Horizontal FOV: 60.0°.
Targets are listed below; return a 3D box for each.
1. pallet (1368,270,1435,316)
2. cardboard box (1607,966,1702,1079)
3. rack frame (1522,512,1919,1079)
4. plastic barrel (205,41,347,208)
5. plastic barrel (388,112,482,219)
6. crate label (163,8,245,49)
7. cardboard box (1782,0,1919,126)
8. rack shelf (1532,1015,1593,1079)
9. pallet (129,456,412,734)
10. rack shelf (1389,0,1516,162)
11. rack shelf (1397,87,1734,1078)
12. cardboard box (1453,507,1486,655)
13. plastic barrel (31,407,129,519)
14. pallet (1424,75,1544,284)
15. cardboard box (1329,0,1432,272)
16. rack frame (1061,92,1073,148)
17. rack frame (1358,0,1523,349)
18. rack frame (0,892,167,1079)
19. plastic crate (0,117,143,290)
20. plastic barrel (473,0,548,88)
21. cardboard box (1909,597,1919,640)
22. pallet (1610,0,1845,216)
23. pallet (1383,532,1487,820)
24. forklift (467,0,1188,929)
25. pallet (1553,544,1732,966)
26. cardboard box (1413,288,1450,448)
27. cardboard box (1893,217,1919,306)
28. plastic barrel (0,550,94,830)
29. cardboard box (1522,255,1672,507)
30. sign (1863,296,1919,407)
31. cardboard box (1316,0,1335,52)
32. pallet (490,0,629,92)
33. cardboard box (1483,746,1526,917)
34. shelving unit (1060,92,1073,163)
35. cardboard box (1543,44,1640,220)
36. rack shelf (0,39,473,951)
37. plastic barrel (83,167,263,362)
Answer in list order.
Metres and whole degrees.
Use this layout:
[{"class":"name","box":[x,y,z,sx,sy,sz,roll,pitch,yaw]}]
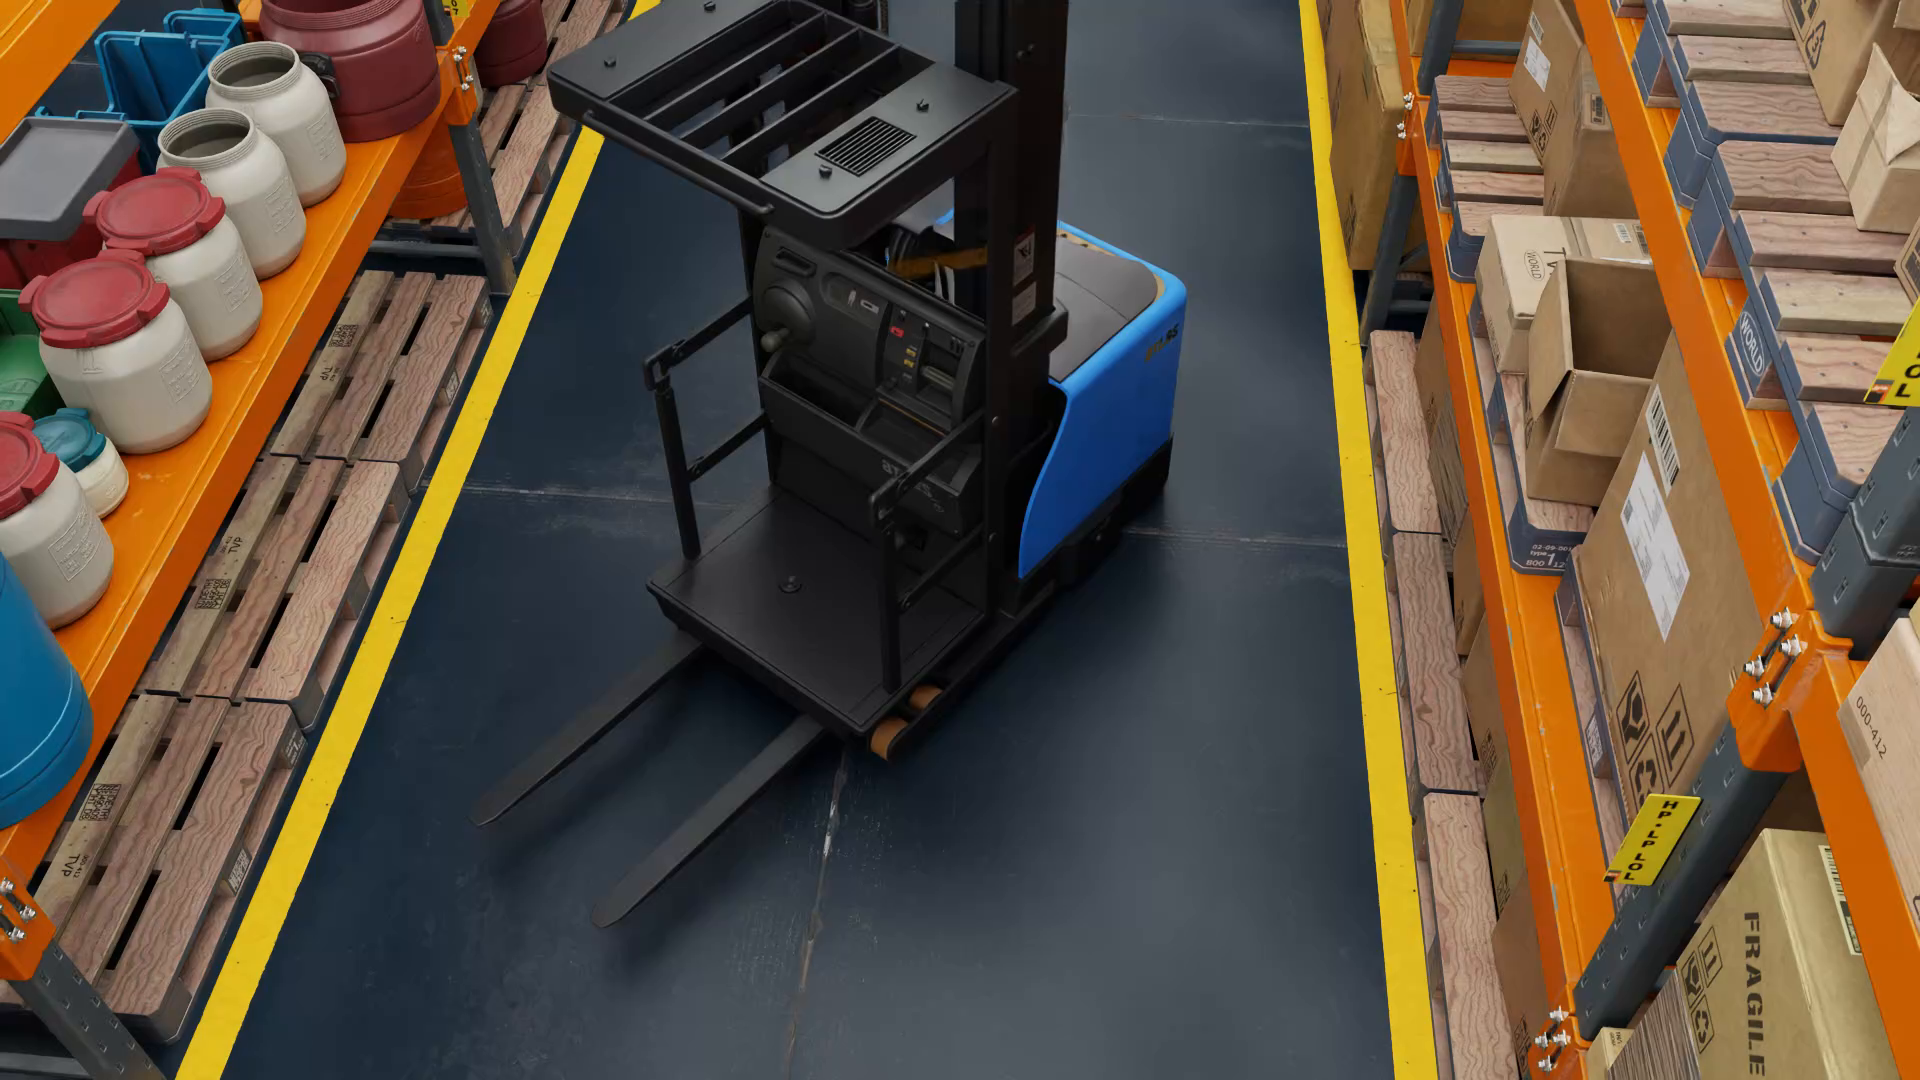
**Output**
[{"class":"pallet","box":[2.474,-1.532,8.034,1.003,0.211,1.213,4,48,4]},{"class":"cardboard box","box":[1.860,1.233,3.346,0.875,0.500,0.500,4,48,4]},{"class":"rack frame","box":[1.962,1.041,3.791,1.000,3.000,0.127,4,48,4]},{"class":"plastic barrel","box":[-2.487,-1.499,6.039,0.421,0.512,0.421,0,48,0]},{"class":"plastic barrel","box":[-2.578,-2.002,7.760,0.600,0.830,0.708,4,48,4]},{"class":"crate label","box":[-3.017,-1.891,6.586,0.303,0.233,0.416,4,48,4]},{"class":"cardboard box","box":[2.189,-1.180,3.435,0.797,0.503,0.637,6,48,5]},{"class":"rack shelf","box":[1.780,2.753,2.713,1.077,0.370,4.000,4,48,4]},{"class":"pallet","box":[-2.829,0.170,6.477,1.003,0.211,1.213,4,48,4]},{"class":"rack shelf","box":[2.509,-3.126,8.089,1.077,0.370,4.000,4,48,4]},{"class":"rack shelf","box":[2.144,-0.186,5.401,1.077,0.370,4.000,4,48,4]},{"class":"cardboard box","box":[2.203,0.116,6.033,0.700,0.500,0.500,7,48,7]},{"class":"plastic barrel","box":[-2.697,-0.208,5.027,0.301,0.262,0.301,0,48,0]},{"class":"pallet","box":[2.368,-1.303,6.065,1.213,0.211,1.003,4,48,4]},{"class":"cardboard box","box":[2.410,-1.829,7.571,1.225,0.875,0.875,2,48,2]},{"class":"rack frame","box":[0.267,-1.383,7.319,0.240,1.200,0.006,16,21,14]},{"class":"rack frame","box":[2.327,-1.899,6.480,1.000,3.000,0.127,4,48,4]},{"class":"rack frame","box":[-2.967,0.708,4.096,0.949,2.616,0.053,4,48,4]},{"class":"plastic crate","box":[-3.058,-1.087,5.694,0.402,0.464,0.583,4,48,4]},{"class":"plastic barrel","box":[-2.475,-2.750,8.608,0.600,0.588,0.708,4,48,4]},{"class":"cardboard box","box":[1.626,0.162,2.393,0.380,0.149,0.250,3,48,2]},{"class":"pallet","box":[2.216,-1.117,3.860,1.213,0.211,1.003,4,48,4]},{"class":"pallet","box":[2.140,0.510,6.166,1.003,0.211,1.213,4,48,4]},{"class":"forklift","box":[-0.452,-0.611,5.349,1.130,2.935,3.031,31,55,25]},{"class":"pallet","box":[2.177,0.553,4.367,1.003,0.211,1.213,4,48,4]},{"class":"cardboard box","box":[2.286,-0.710,6.788,0.700,0.500,0.500,2,48,1]},{"class":"cardboard box","box":[2.104,-0.487,2.801,0.797,0.503,0.637,2,48,2]},{"class":"plastic barrel","box":[-2.633,0.275,4.152,0.600,0.901,0.708,4,48,4]},{"class":"cardboard box","box":[2.028,-0.416,4.769,0.797,0.503,0.637,8,48,8]},{"class":"sign","box":[1.409,-0.314,2.380,0.100,0.325,0.005,4,48,4]},{"class":"cardboard box","box":[2.572,-3.134,8.765,1.225,0.875,0.875,2,48,2]},{"class":"pallet","box":[-2.461,-2.767,9.164,1.003,0.211,1.213,4,48,4]},{"class":"cardboard box","box":[2.102,0.937,5.282,0.700,0.500,0.500,4,48,3]},{"class":"shelving unit","box":[0.238,-1.357,7.236,0.258,1.200,0.189,16,21,14]},{"class":"cardboard box","box":[2.366,-1.258,5.541,0.700,0.500,0.500,10,48,9]},{"class":"rack shelf","box":[-2.788,-0.519,5.706,1.077,0.370,4.000,4,48,4]},{"class":"plastic barrel","box":[-2.558,-0.884,5.459,0.433,0.535,0.433,0,48,0]}]
